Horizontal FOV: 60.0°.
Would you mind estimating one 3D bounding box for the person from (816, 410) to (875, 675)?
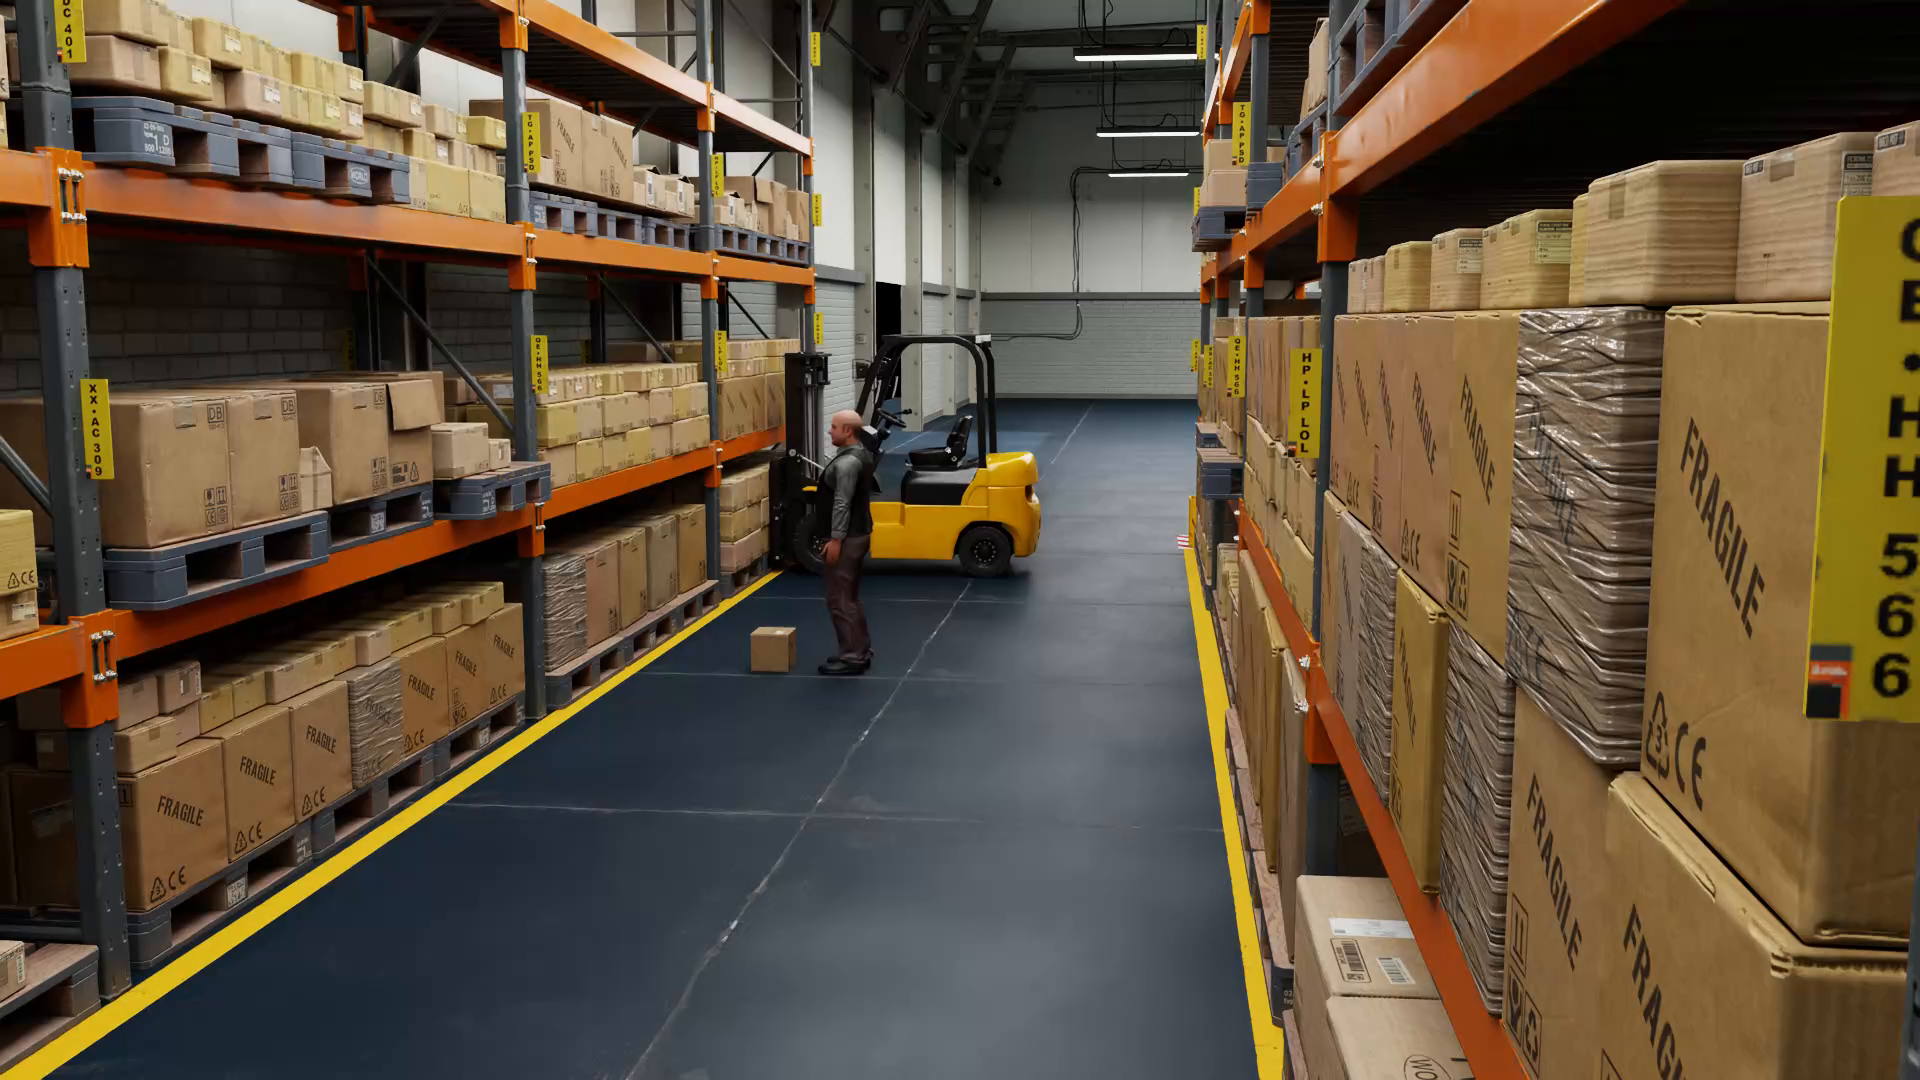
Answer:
[{"bbox_3d":[-0.753,0.009,10.842,0.360,1.715,0.532,1,8,8],"label":"person"}]
